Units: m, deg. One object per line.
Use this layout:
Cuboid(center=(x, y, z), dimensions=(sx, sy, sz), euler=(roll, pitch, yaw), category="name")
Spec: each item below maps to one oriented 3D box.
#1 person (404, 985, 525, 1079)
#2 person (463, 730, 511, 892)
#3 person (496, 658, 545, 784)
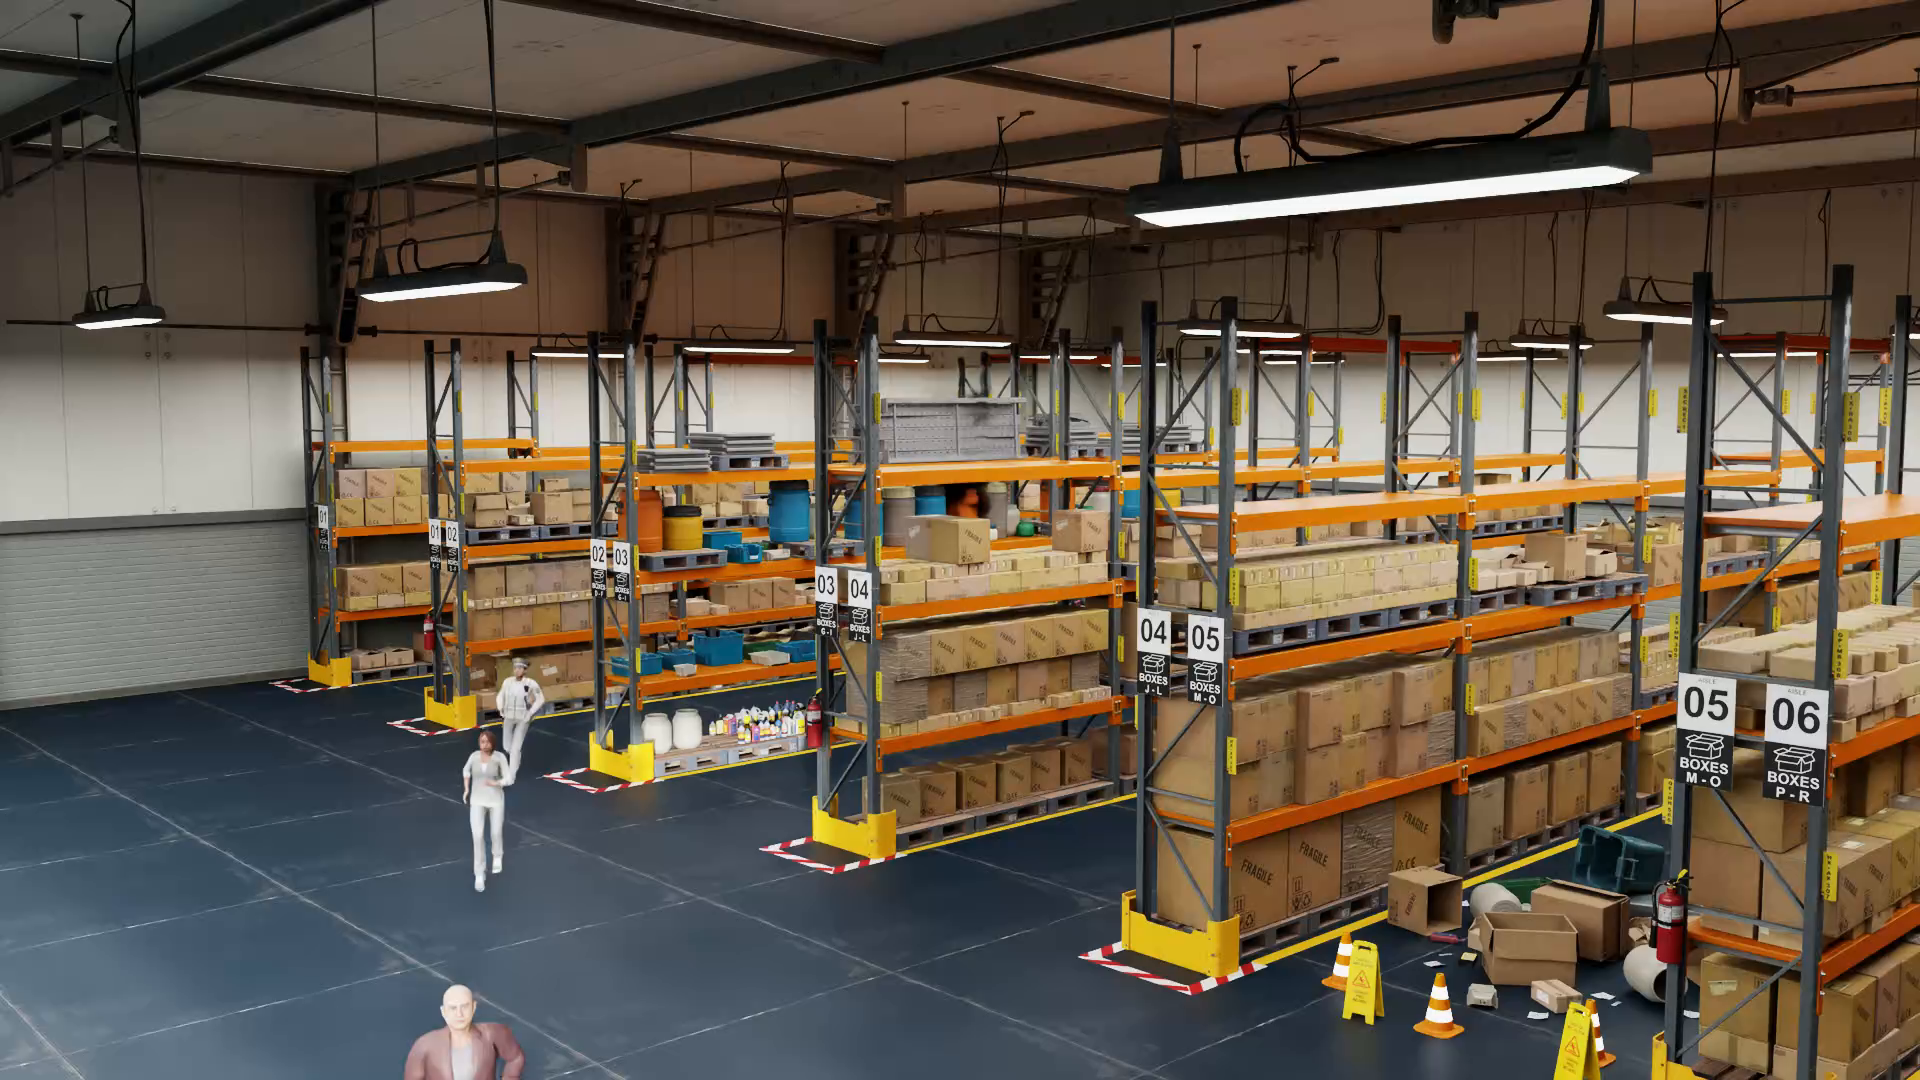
Cuboid(center=(-2.839, 3.453, 9.545), dimensions=(0.693, 1.768, 0.681), euler=(-1, 5, -16), category="person")
Cuboid(center=(-5.014, 2.809, 17.563), dimensions=(0.469, 1.632, 0.754), euler=(-1, 5, -10), category="person")
Cuboid(center=(-5.889, 2.388, 22.294), dimensions=(0.632, 1.675, 0.697), euler=(0, 5, 2), category="person")
